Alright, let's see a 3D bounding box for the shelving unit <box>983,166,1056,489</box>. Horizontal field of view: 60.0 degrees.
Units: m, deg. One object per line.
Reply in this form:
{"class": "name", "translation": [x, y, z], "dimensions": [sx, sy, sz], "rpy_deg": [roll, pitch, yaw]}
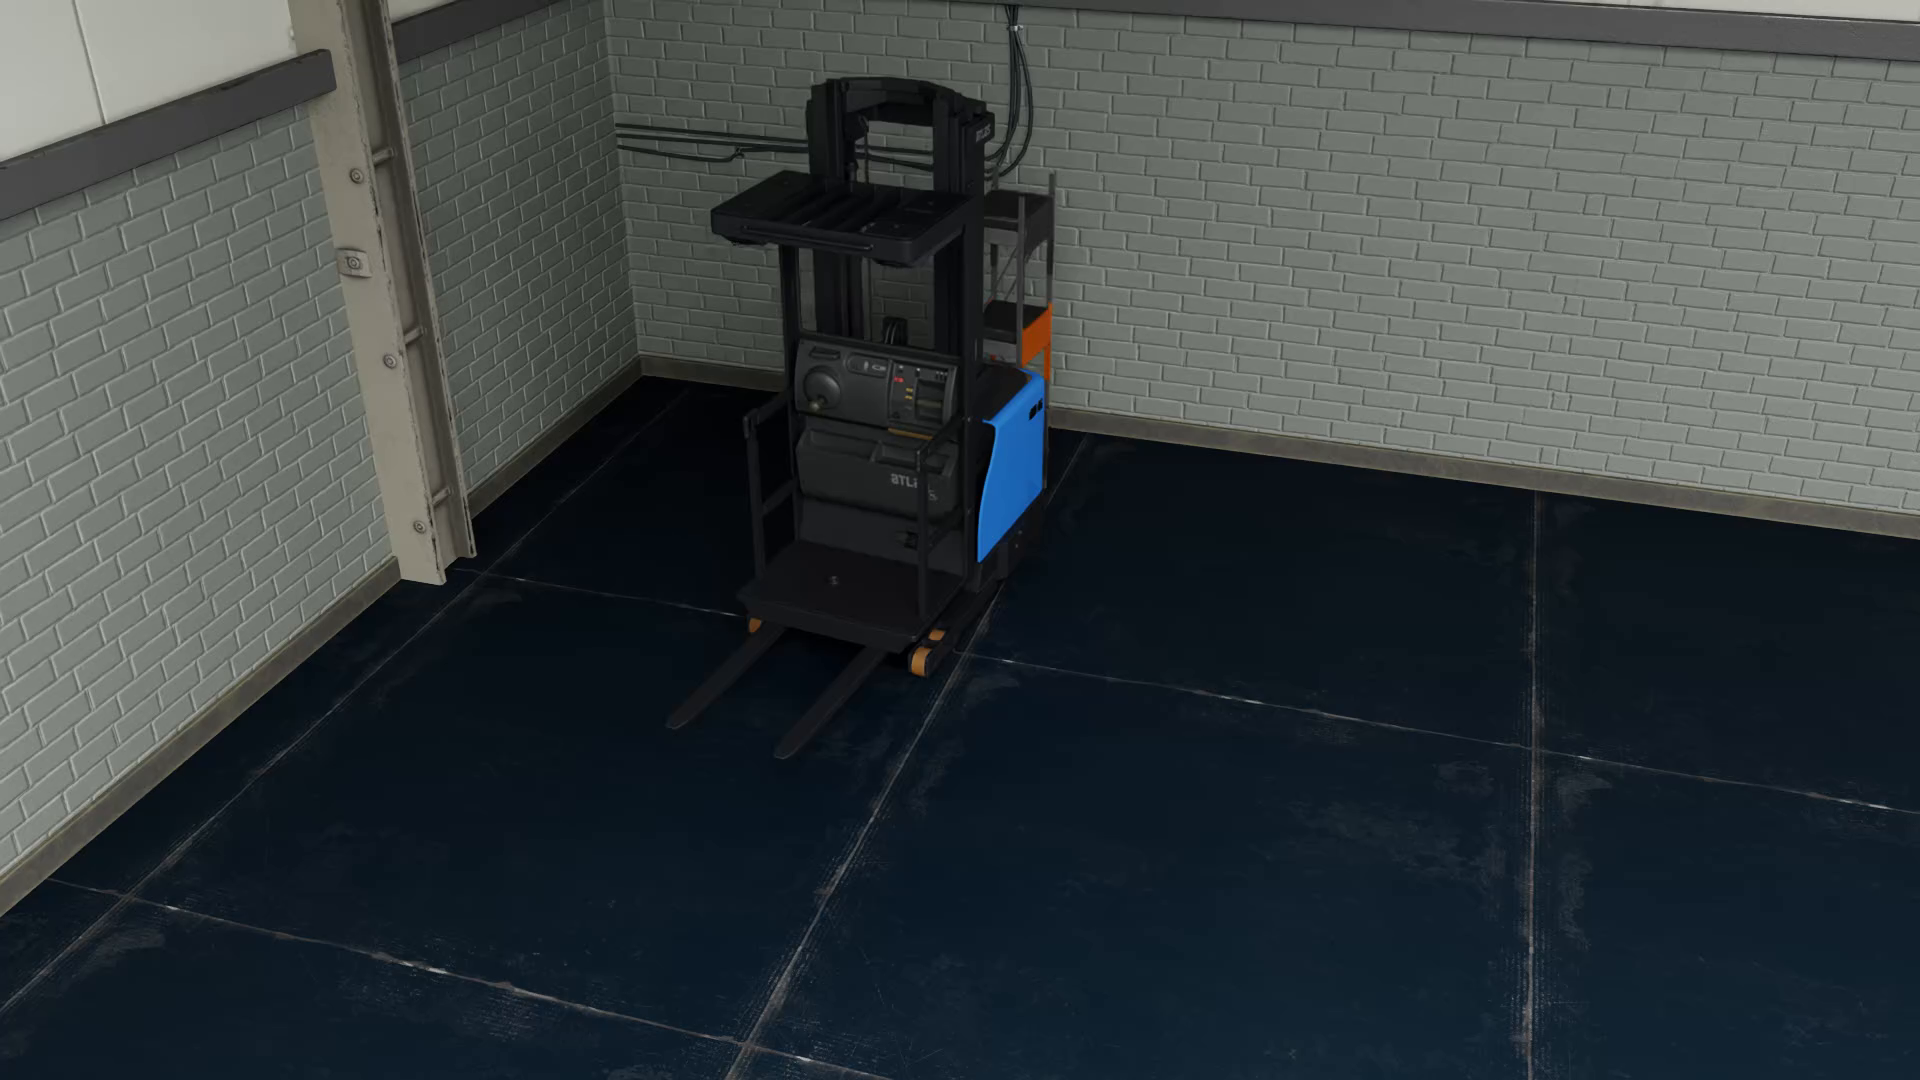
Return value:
{"class": "shelving unit", "translation": [0.284, -1.185, 10.255], "dimensions": [0.431, 2.100, 0.503], "rpy_deg": [12, 31, 21]}

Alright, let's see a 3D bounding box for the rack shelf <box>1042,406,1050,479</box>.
{"class": "rack shelf", "translation": [0.284, -0.561, 10.602], "dimensions": [0.431, 0.518, 0.480], "rpy_deg": [12, 31, 21]}

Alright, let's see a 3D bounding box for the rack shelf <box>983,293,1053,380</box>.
{"class": "rack shelf", "translation": [0.284, -1.173, 10.261], "dimensions": [0.431, 0.518, 0.480], "rpy_deg": [12, 31, 21]}

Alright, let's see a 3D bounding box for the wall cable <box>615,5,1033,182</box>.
{"class": "wall cable", "translation": [-1.017, -3.602, 10.697], "dimensions": [3.097, 2.526, 0.112], "rpy_deg": [8, 30, 15]}

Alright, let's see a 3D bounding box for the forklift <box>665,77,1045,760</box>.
{"class": "forklift", "translation": [-0.538, -0.778, 8.669], "dimensions": [1.130, 2.935, 3.031], "rpy_deg": [12, 31, 21]}

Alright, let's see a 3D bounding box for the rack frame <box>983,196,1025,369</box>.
{"class": "rack frame", "translation": [0.186, -1.076, 10.059], "dimensions": [0.400, 2.100, 0.015], "rpy_deg": [12, 31, 21]}

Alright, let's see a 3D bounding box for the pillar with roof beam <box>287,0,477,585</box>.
{"class": "pillar with roof beam", "translation": [0.970, -3.164, 6.717], "dimensions": [9.100, 9.000, 0.400], "rpy_deg": [8, 30, 15]}

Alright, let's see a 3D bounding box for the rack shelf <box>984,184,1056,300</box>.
{"class": "rack shelf", "translation": [0.284, -1.784, 9.921], "dimensions": [0.431, 0.518, 0.480], "rpy_deg": [12, 31, 21]}

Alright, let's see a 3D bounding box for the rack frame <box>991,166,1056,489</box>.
{"class": "rack frame", "translation": [0.382, -1.293, 10.450], "dimensions": [0.400, 2.100, 0.015], "rpy_deg": [12, 31, 21]}
